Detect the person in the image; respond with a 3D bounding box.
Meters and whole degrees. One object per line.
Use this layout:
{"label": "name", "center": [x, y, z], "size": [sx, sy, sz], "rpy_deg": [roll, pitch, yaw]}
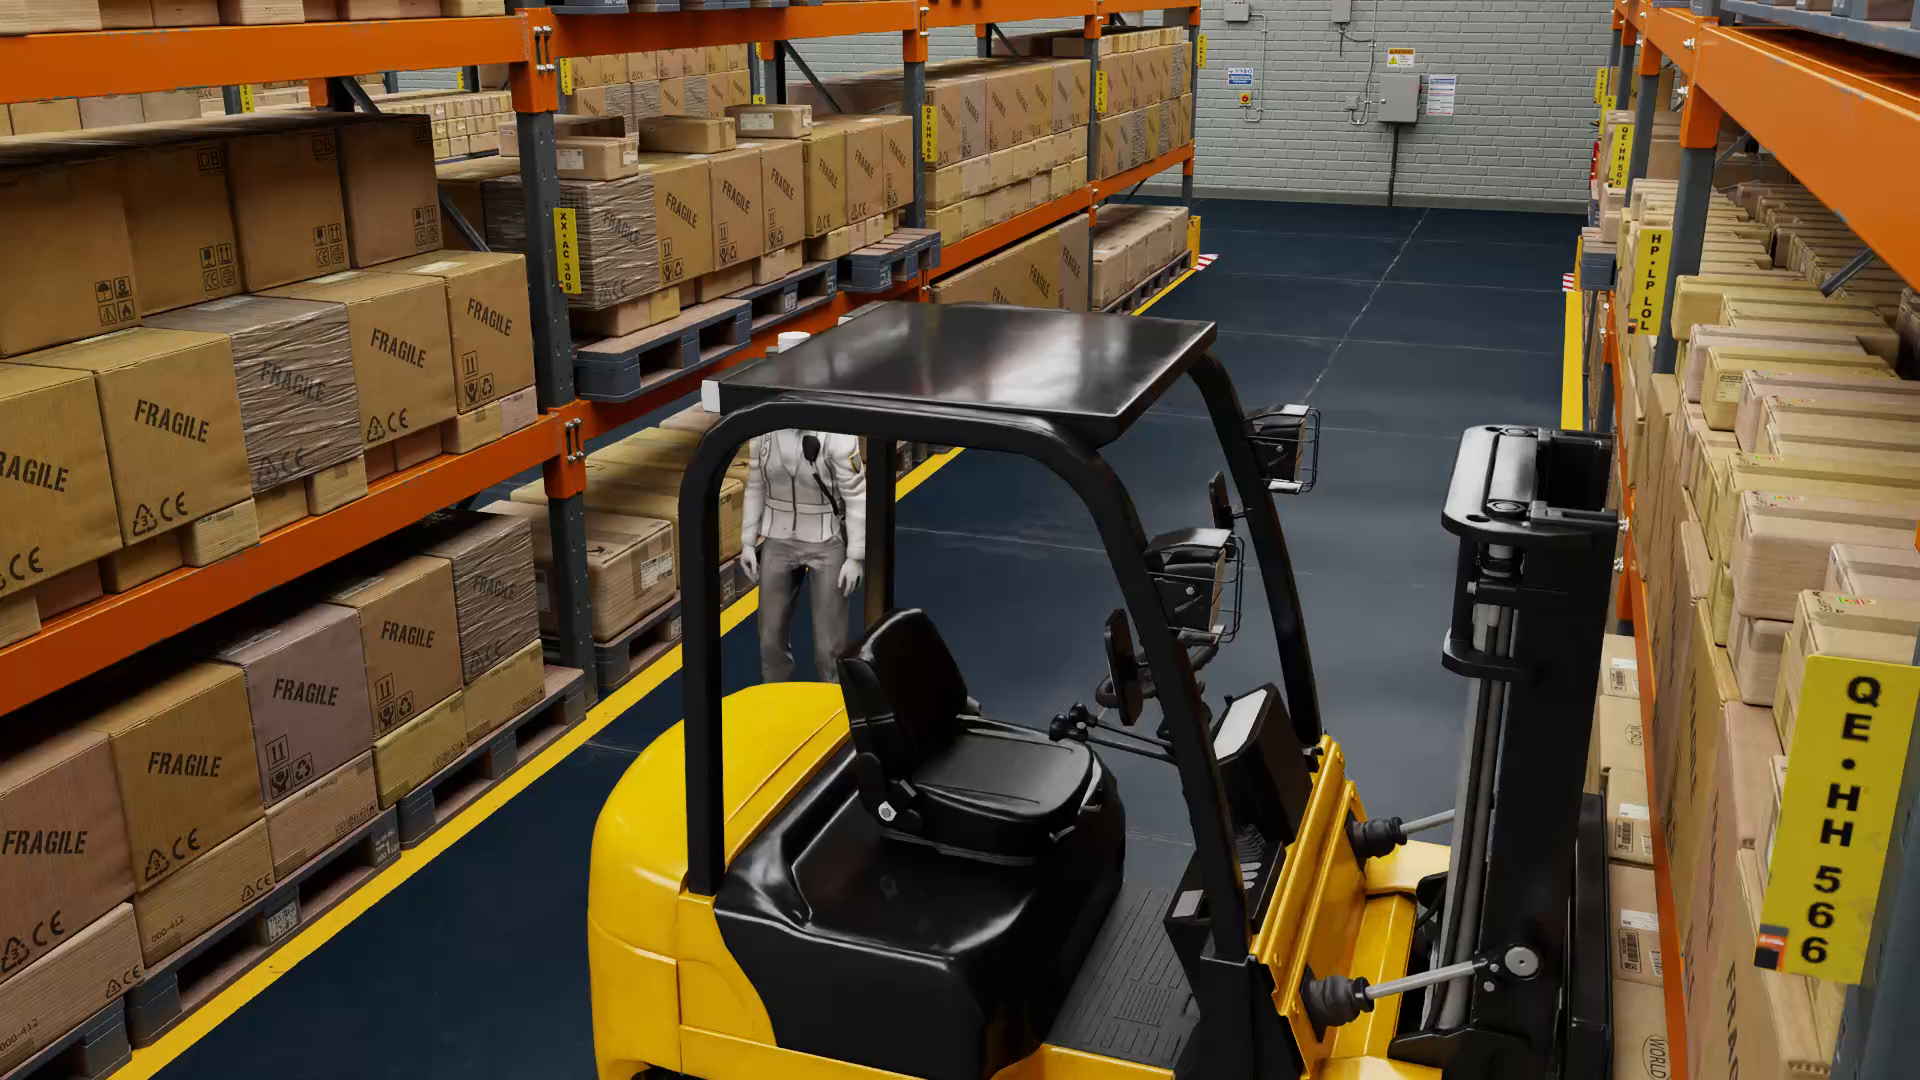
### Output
{"label": "person", "center": [-0.601, 0.052, 6.406], "size": [0.525, 1.662, 0.374], "rpy_deg": [6, 20, 18]}
